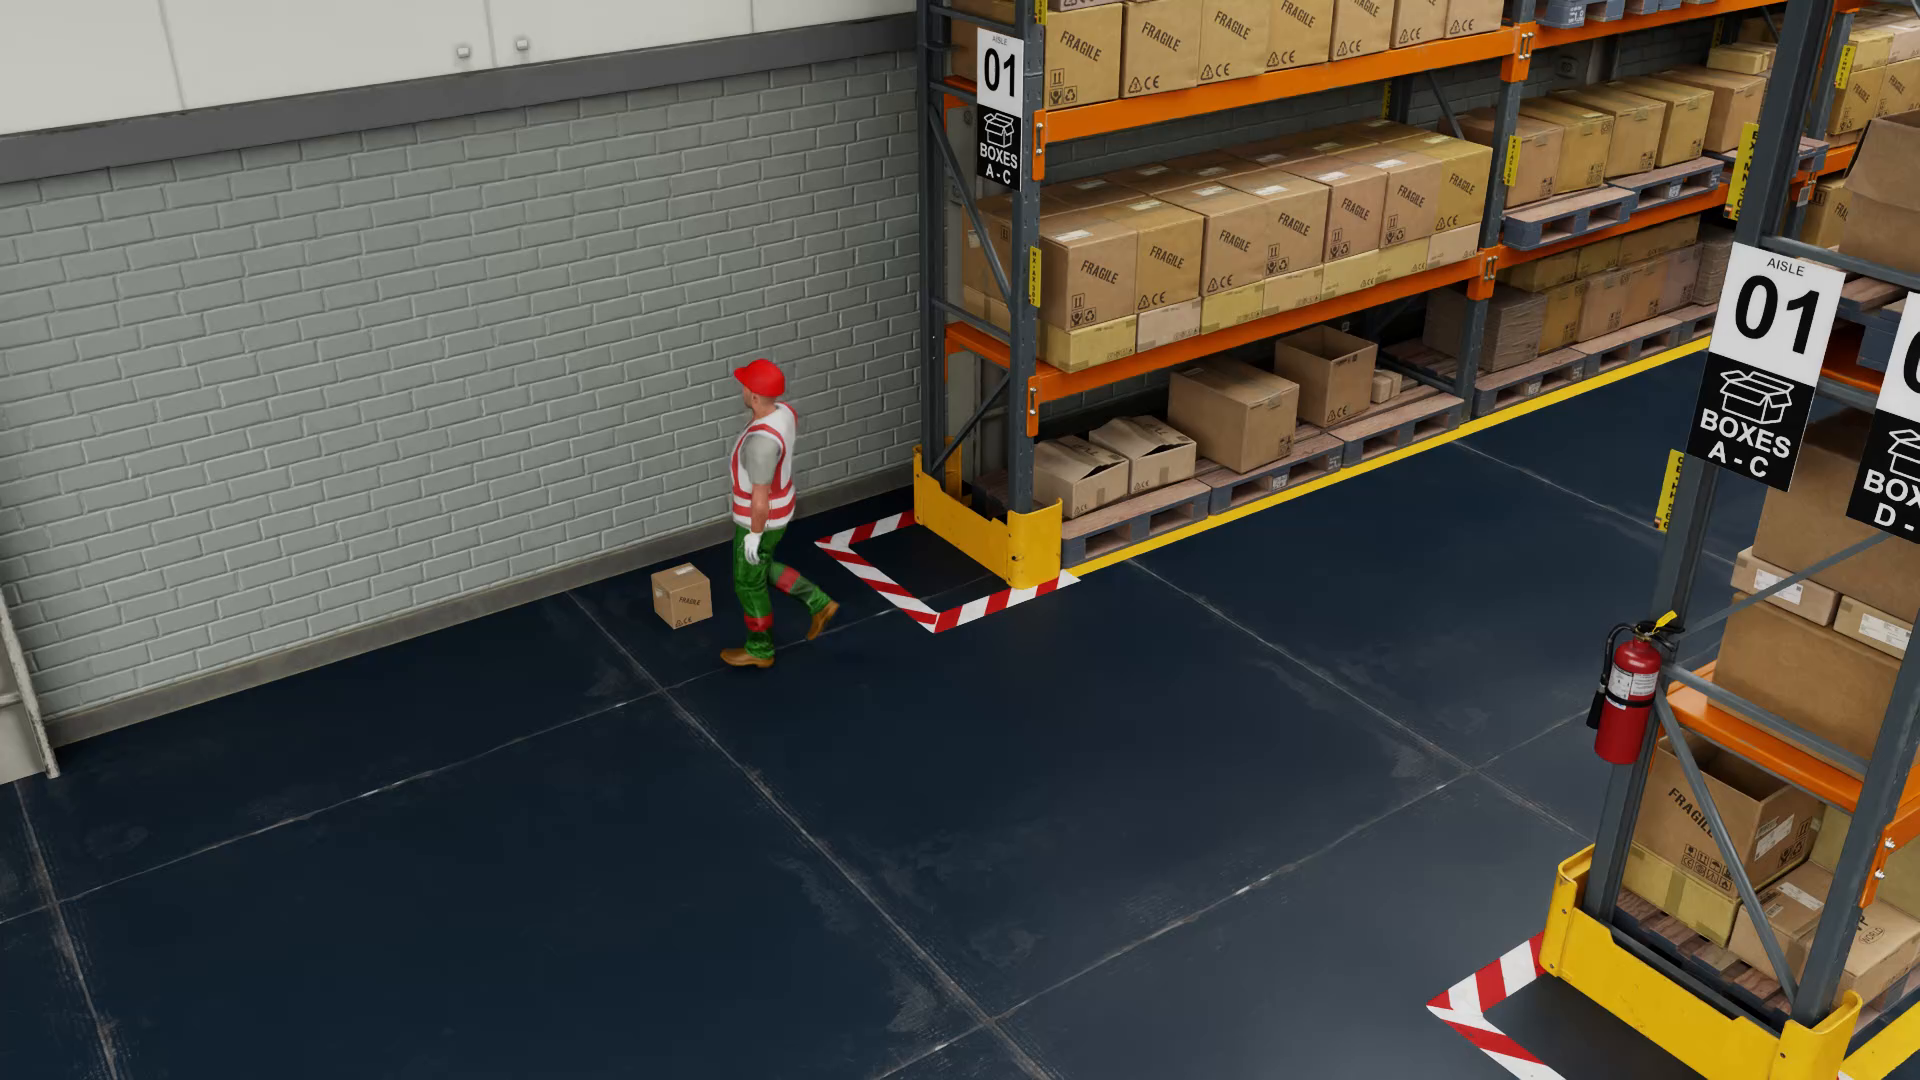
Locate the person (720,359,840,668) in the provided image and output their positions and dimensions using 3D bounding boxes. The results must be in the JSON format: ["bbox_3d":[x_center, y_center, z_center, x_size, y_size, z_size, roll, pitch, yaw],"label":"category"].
[{"bbox_3d":[-0.997,-0.129,8.813,0.650,1.779,0.542,3,28,6],"label":"person"}]
